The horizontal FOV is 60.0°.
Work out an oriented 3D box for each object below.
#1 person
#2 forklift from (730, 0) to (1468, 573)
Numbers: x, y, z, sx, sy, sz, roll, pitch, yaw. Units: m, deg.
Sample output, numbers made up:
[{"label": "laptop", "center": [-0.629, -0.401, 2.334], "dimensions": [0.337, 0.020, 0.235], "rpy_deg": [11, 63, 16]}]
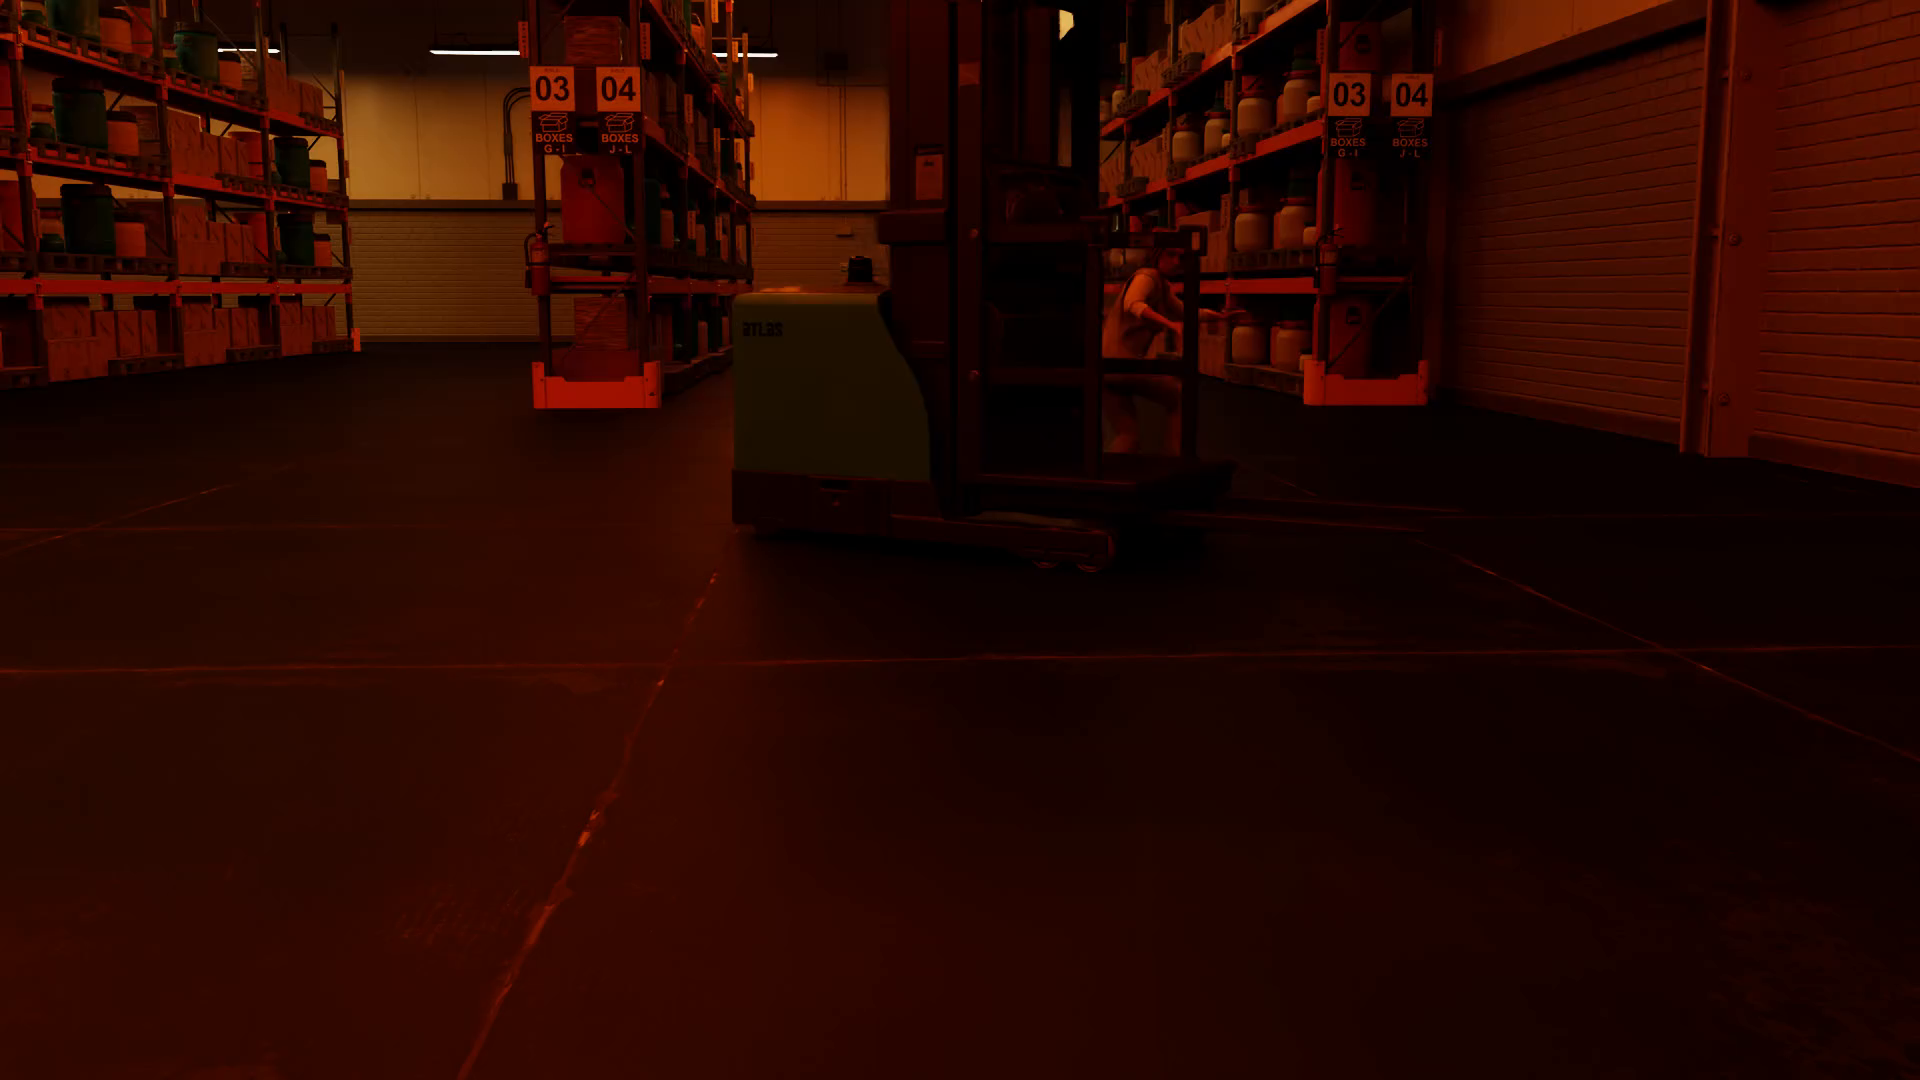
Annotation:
[{"label": "person", "center": [1.031, -0.819, 8.102], "dimensions": [0.871, 1.366, 0.845], "rpy_deg": [-1, 9, -8]}, {"label": "forklift", "center": [0.525, -1.411, 6.833], "dimensions": [3.031, 2.935, 1.130], "rpy_deg": [5, 10, 29]}]
